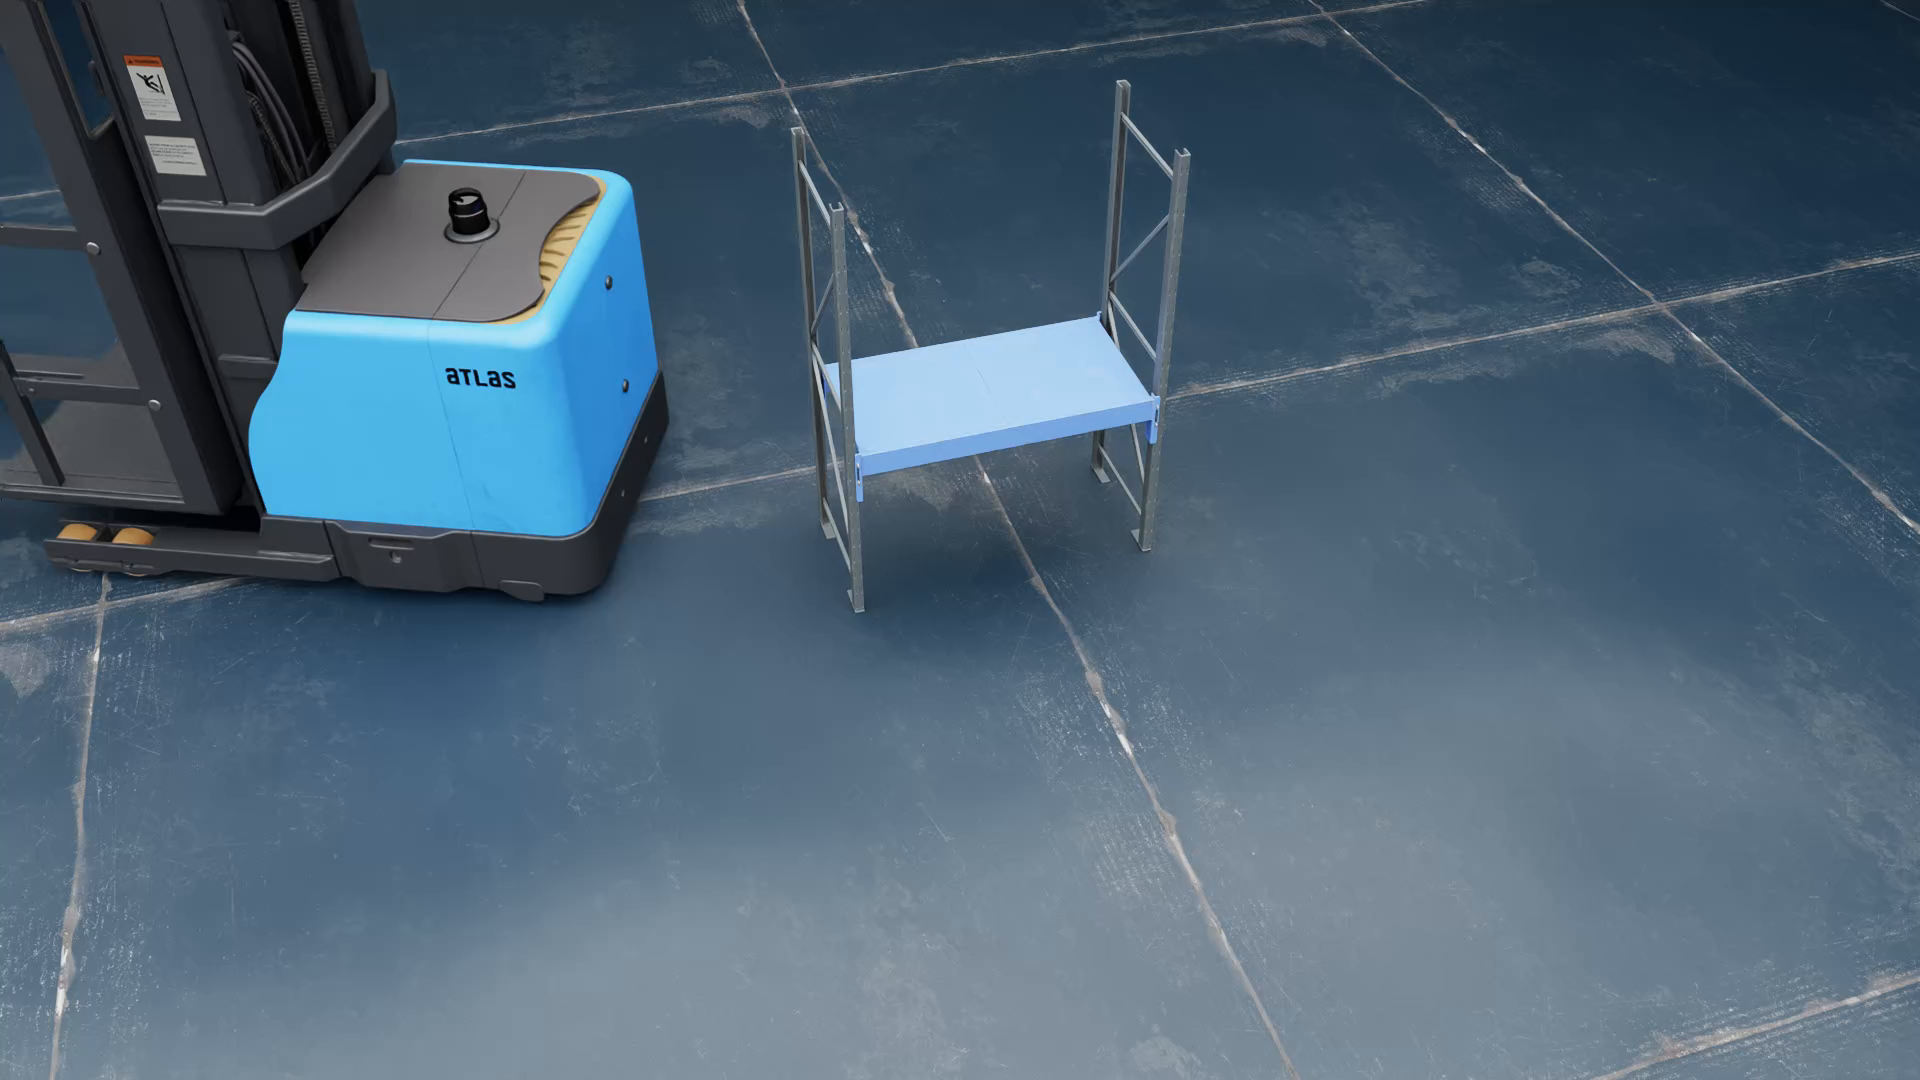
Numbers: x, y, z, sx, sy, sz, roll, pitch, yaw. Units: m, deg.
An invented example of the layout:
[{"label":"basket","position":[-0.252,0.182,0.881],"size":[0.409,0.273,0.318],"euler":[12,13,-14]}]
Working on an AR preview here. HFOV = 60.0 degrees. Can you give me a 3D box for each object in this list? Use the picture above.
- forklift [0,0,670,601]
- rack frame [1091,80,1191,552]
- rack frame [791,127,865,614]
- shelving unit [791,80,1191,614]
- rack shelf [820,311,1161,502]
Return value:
[{"label":"forklift","position":[-2.627,-1.321,5.034],"size":[3.031,2.935,1.130],"euler":[4,41,5]},{"label":"rack frame","position":[0.566,-0.682,5.391],"size":[0.032,1.500,0.500],"euler":[-12,42,-13]},{"label":"rack frame","position":[-0.404,-0.481,5.161],"size":[0.032,1.500,0.500],"euler":[-12,42,-13]},{"label":"shelving unit","position":[0.081,-0.582,5.276],"size":[1.048,1.500,0.538],"euler":[-12,42,-13]},{"label":"rack shelf","position":[0.081,-0.446,5.394],"size":[1.000,0.185,0.538],"euler":[-12,42,-13]}]
